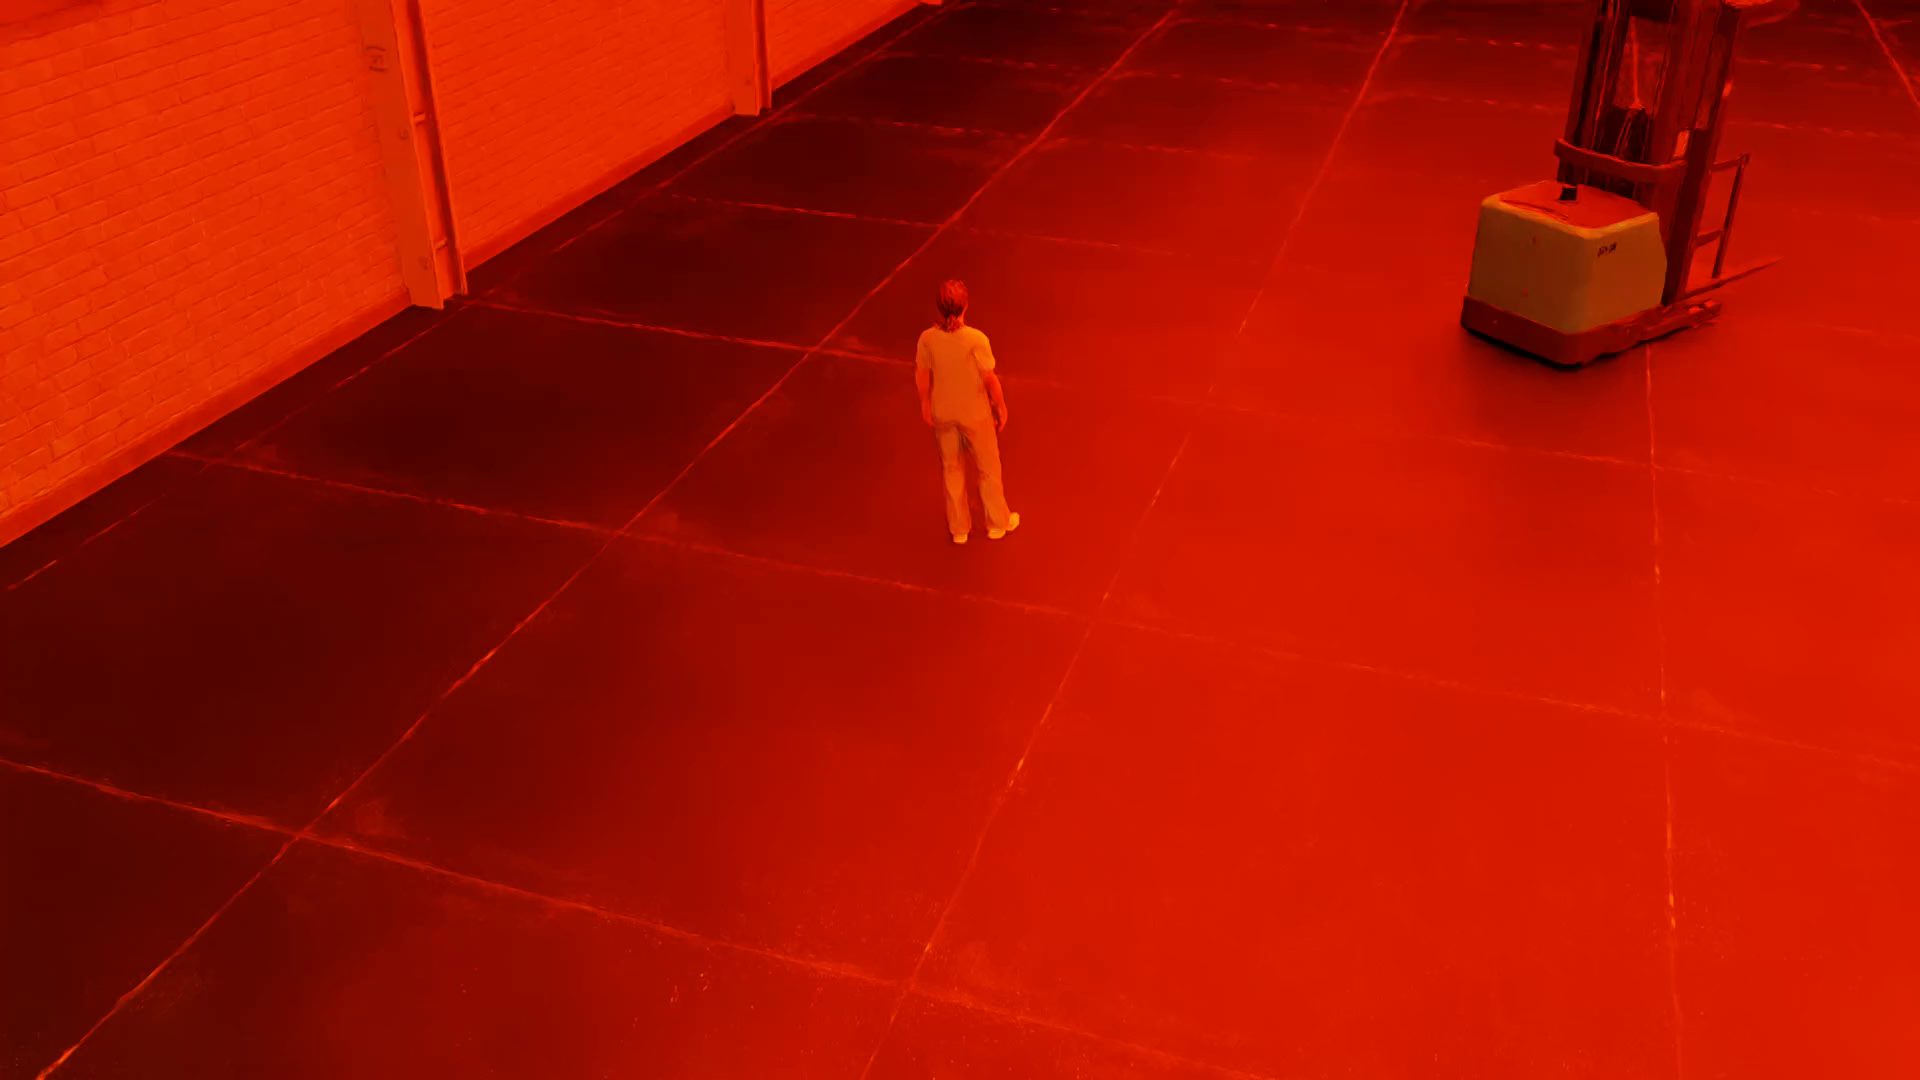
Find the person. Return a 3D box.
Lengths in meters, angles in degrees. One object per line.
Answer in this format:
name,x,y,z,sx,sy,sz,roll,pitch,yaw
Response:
person,0.037,-0.766,9.735,0.550,1.674,0.548,10,31,16

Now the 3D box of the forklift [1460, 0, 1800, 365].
forklift,5.383,-3.127,12.621,3.031,2.935,1.130,-19,35,-30
